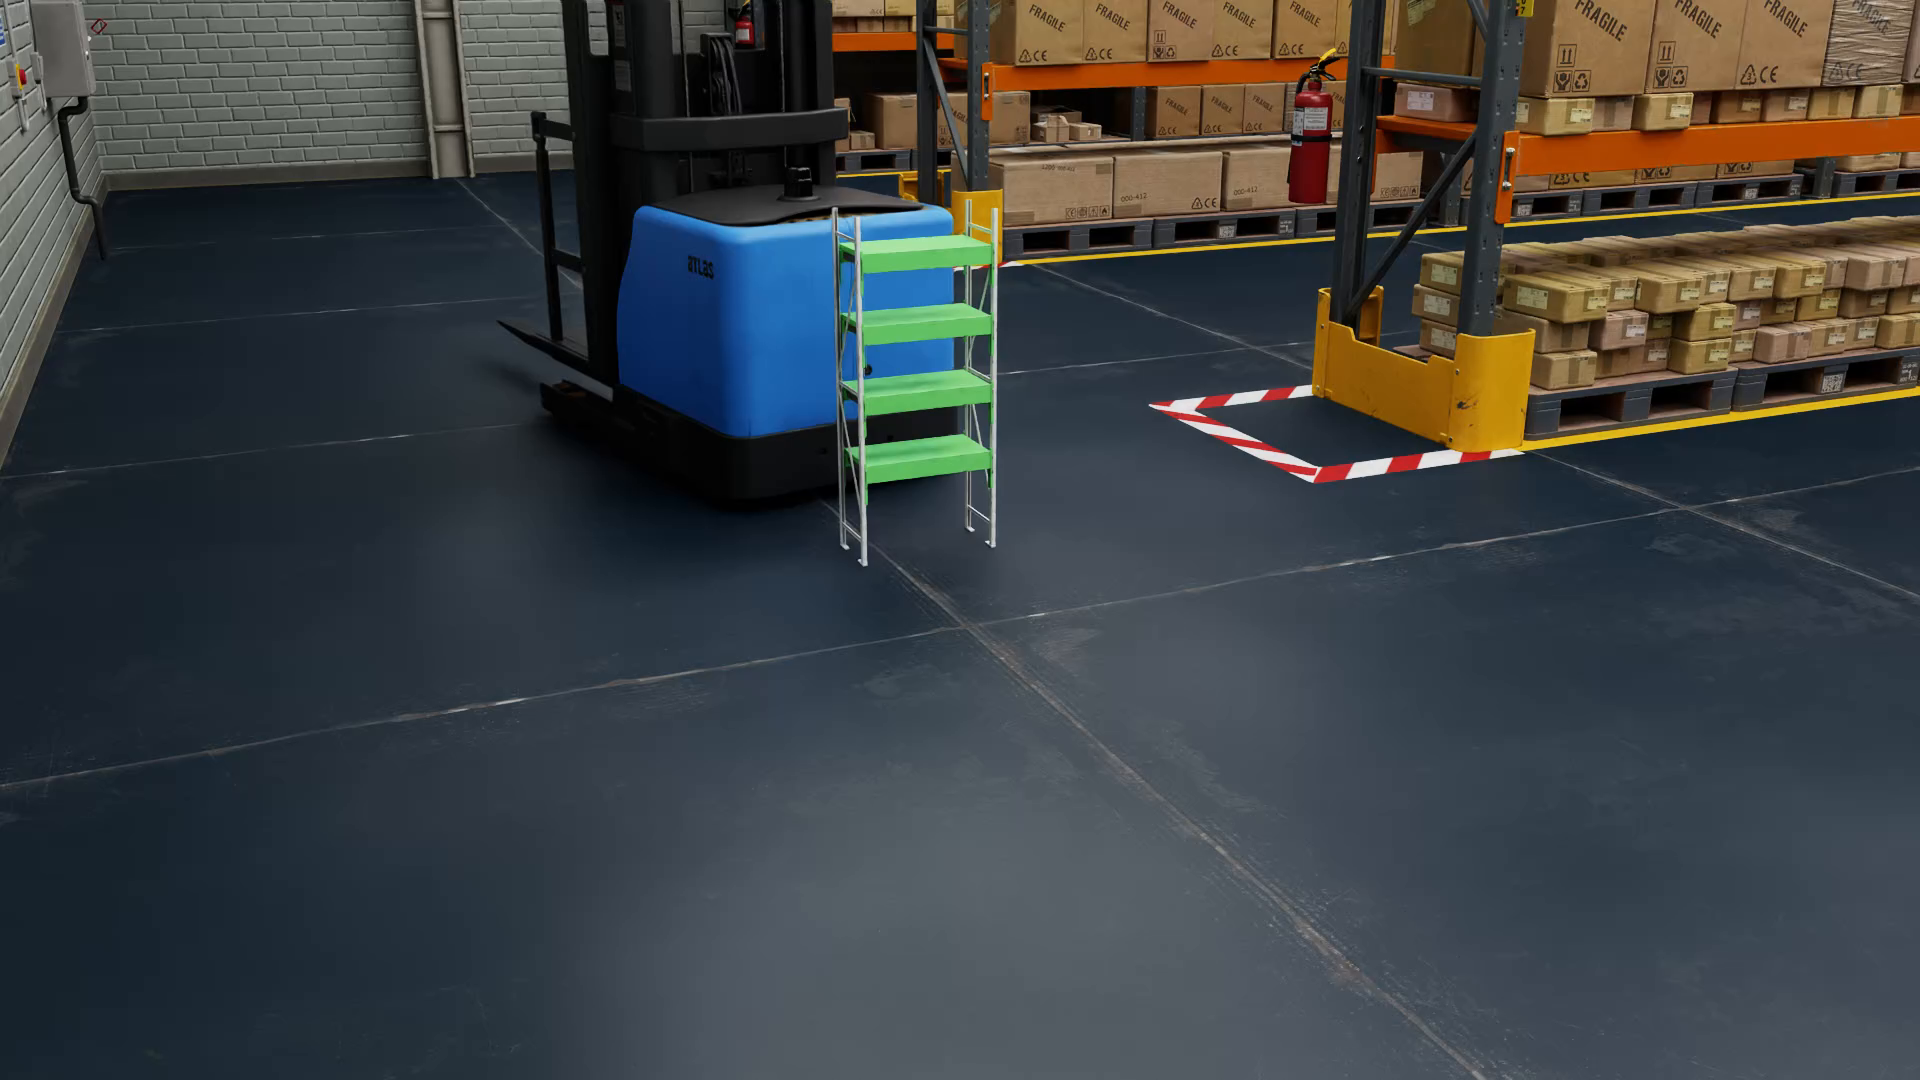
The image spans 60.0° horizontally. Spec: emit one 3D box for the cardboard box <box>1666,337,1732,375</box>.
[{"bbox_3d":[3.316,-0.886,7.683,0.250,0.149,0.380,-8,21,-21],"label":"cardboard box"}]

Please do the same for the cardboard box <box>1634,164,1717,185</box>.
[{"bbox_3d":[5.801,-3.530,14.098,0.875,0.875,0.875,-8,21,-21],"label":"cardboard box"}]

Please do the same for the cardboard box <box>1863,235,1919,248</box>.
[{"bbox_3d":[4.732,-1.410,8.275,0.250,0.149,0.380,-7,21,-20],"label":"cardboard box"}]

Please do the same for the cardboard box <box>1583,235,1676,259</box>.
[{"bbox_3d":[3.311,-1.403,8.256,0.250,0.149,0.380,-7,21,-20],"label":"cardboard box"}]

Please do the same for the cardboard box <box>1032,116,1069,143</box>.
[{"bbox_3d":[0.923,-4.201,16.922,0.258,0.266,0.396,-7,21,-20],"label":"cardboard box"}]

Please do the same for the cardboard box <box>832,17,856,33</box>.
[{"bbox_3d":[-1.173,-4.910,15.830,0.250,0.149,0.380,-8,21,-23],"label":"cardboard box"}]

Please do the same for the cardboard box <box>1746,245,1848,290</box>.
[{"bbox_3d":[4.006,-1.308,7.985,0.250,0.149,0.380,-8,21,-22],"label":"cardboard box"}]

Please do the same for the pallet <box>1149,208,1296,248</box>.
[{"bbox_3d":[1.765,-2.436,12.624,1.213,0.211,1.003,-8,21,-22],"label":"pallet"}]

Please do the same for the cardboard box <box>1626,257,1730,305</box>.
[{"bbox_3d":[3.295,-1.191,7.654,0.250,0.149,0.380,-9,21,-25],"label":"cardboard box"}]

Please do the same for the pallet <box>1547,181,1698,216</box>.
[{"bbox_3d":[5.416,-2.961,14.112,1.213,0.211,1.003,-8,21,-22],"label":"pallet"}]

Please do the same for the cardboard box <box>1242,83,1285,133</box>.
[{"bbox_3d":[3.125,-4.654,17.855,0.500,0.500,0.500,-9,21,-24],"label":"cardboard box"}]

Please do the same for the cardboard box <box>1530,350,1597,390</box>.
[{"bbox_3d":[2.604,-0.792,7.415,0.250,0.149,0.380,-8,21,-21],"label":"cardboard box"}]

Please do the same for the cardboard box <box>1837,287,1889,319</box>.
[{"bbox_3d":[4.274,-1.197,8.117,0.250,0.149,0.380,-9,21,-24],"label":"cardboard box"}]

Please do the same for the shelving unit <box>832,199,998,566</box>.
[{"bbox_3d":[-0.152,-0.544,5.761,0.503,1.200,0.258,-8,21,-22],"label":"shelving unit"}]

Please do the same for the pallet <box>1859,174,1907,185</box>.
[{"bbox_3d":[9.125,-3.462,15.537,1.213,0.211,1.003,-8,21,-22],"label":"pallet"}]

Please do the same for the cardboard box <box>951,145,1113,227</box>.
[{"bbox_3d":[0.509,-2.570,12.031,0.875,0.438,0.875,-9,21,-24],"label":"cardboard box"}]

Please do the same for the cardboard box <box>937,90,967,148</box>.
[{"bbox_3d":[-0.102,-4.187,16.528,0.500,0.500,0.500,-8,21,-21],"label":"cardboard box"}]

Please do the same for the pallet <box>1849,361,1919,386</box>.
[{"bbox_3d":[5.067,-1.079,8.768,1.213,0.211,1.003,-8,21,-22],"label":"pallet"}]

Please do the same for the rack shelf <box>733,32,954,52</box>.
[{"bbox_3d":[-0.190,-4.900,16.506,4.000,0.370,1.077,-8,21,-22],"label":"rack shelf"}]

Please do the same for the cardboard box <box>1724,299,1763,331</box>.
[{"bbox_3d":[3.527,-1.094,7.825,0.250,0.149,0.380,-9,21,-25],"label":"cardboard box"}]

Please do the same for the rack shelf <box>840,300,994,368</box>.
[{"bbox_3d":[-0.152,-0.710,5.702,0.480,0.148,0.258,-8,21,-22],"label":"rack shelf"}]

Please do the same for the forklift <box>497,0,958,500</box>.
[{"bbox_3d":[-1.258,-1.964,7.186,1.130,2.935,3.031,-13,23,-32],"label":"forklift"}]

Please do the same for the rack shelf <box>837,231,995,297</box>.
[{"bbox_3d":[-0.152,-0.937,5.623,0.480,0.148,0.258,-8,21,-22],"label":"rack shelf"}]

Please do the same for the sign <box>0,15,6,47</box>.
[{"bbox_3d":[-5.262,-2.819,9.105,0.001,0.218,0.327,-8,21,-22],"label":"sign"}]

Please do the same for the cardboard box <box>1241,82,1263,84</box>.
[{"bbox_3d":[3.027,-4.953,17.727,0.250,0.149,0.380,-8,21,-22],"label":"cardboard box"}]

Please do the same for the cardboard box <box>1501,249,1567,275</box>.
[{"bbox_3d":[2.636,-1.264,7.859,0.250,0.149,0.380,-8,21,-21],"label":"cardboard box"}]

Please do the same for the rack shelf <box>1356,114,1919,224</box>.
[{"bbox_3d":[3.833,-1.891,7.959,4.000,0.370,1.077,-8,21,-22],"label":"rack shelf"}]

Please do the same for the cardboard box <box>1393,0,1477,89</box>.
[{"bbox_3d":[2.307,-2.292,7.417,0.500,0.500,0.500,-8,21,-21],"label":"cardboard box"}]

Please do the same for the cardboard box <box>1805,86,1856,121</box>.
[{"bbox_3d":[3.836,-2.012,7.598,0.250,0.149,0.380,-7,21,-20],"label":"cardboard box"}]

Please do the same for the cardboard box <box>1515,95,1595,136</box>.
[{"bbox_3d":[2.424,-1.791,6.971,0.250,0.149,0.380,-8,21,-22],"label":"cardboard box"}]

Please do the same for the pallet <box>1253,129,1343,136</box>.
[{"bbox_3d":[3.500,-4.468,18.393,1.213,0.211,1.003,-8,21,-22],"label":"pallet"}]

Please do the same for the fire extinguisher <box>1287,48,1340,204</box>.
[{"bbox_3d":[1.583,-1.862,7.473,0.183,0.674,0.296,-8,21,-22],"label":"fire extinguisher"}]

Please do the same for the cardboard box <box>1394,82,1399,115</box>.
[{"bbox_3d":[4.552,-4.864,18.452,0.500,0.500,0.500,-8,21,-23],"label":"cardboard box"}]

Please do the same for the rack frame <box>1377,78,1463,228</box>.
[{"bbox_3d":[3.616,-3.990,12.836,0.127,3.000,1.000,-8,21,-22],"label":"rack frame"}]

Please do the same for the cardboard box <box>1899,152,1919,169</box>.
[{"bbox_3d":[8.486,-3.645,15.183,0.625,0.372,0.950,-9,21,-23],"label":"cardboard box"}]

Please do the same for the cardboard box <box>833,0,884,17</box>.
[{"bbox_3d":[-1.040,-5.090,15.740,0.500,0.250,0.500,-8,21,-21],"label":"cardboard box"}]

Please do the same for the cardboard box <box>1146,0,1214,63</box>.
[{"bbox_3d":[1.425,-3.623,11.644,0.500,0.500,0.500,-8,21,-22],"label":"cardboard box"}]

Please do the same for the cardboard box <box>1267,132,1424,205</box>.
[{"bbox_3d":[2.997,-2.929,13.051,0.875,0.438,0.875,-8,21,-23],"label":"cardboard box"}]

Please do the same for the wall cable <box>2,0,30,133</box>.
[{"bbox_3d":[-5.225,-3.208,9.041,0.123,1.953,0.585,-8,21,-22],"label":"wall cable"}]

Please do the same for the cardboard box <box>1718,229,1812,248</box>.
[{"bbox_3d":[4.068,-1.468,8.439,0.250,0.149,0.380,-9,21,-24],"label":"cardboard box"}]

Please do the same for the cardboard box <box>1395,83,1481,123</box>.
[{"bbox_3d":[2.184,-1.978,7.501,0.250,0.149,0.380,-8,21,-22],"label":"cardboard box"}]

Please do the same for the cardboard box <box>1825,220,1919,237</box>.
[{"bbox_3d":[4.782,-1.579,8.754,0.250,0.149,0.380,-8,21,-23],"label":"cardboard box"}]

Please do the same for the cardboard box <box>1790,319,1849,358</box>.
[{"bbox_3d":[4.020,-0.999,8.004,0.250,0.149,0.380,-8,21,-22],"label":"cardboard box"}]

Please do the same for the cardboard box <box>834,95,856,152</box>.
[{"bbox_3d":[-1.427,-4.049,16.131,0.637,0.503,0.797,-9,21,-24],"label":"cardboard box"}]

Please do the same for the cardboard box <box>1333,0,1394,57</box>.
[{"bbox_3d":[2.821,-3.828,12.228,0.500,0.500,0.500,-9,21,-23],"label":"cardboard box"}]

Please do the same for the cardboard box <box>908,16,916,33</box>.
[{"bbox_3d":[-0.413,-4.972,16.005,0.250,0.149,0.380,-9,21,-23],"label":"cardboard box"}]

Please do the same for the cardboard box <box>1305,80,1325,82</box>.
[{"bbox_3d":[3.737,-5.046,17.991,0.250,0.149,0.380,-9,21,-25],"label":"cardboard box"}]

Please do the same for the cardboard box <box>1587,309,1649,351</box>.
[{"bbox_3d":[2.853,-0.970,7.474,0.250,0.149,0.380,-8,21,-22],"label":"cardboard box"}]

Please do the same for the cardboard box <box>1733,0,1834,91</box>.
[{"bbox_3d":[3.454,-2.268,7.349,0.500,0.500,0.500,-8,21,-21],"label":"cardboard box"}]

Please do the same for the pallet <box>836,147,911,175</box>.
[{"bbox_3d":[-1.225,-3.776,16.430,1.213,0.211,1.003,-8,21,-22],"label":"pallet"}]

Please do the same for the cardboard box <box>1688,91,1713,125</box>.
[{"bbox_3d":[3.093,-1.932,7.372,0.250,0.149,0.380,-7,21,-19],"label":"cardboard box"}]

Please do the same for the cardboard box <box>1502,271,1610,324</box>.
[{"bbox_3d":[2.612,-1.066,7.299,0.250,0.149,0.380,-9,21,-24],"label":"cardboard box"}]

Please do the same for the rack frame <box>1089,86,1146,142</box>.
[{"bbox_3d":[1.646,-5.503,17.134,0.127,3.000,1.000,-8,21,-22],"label":"rack frame"}]
